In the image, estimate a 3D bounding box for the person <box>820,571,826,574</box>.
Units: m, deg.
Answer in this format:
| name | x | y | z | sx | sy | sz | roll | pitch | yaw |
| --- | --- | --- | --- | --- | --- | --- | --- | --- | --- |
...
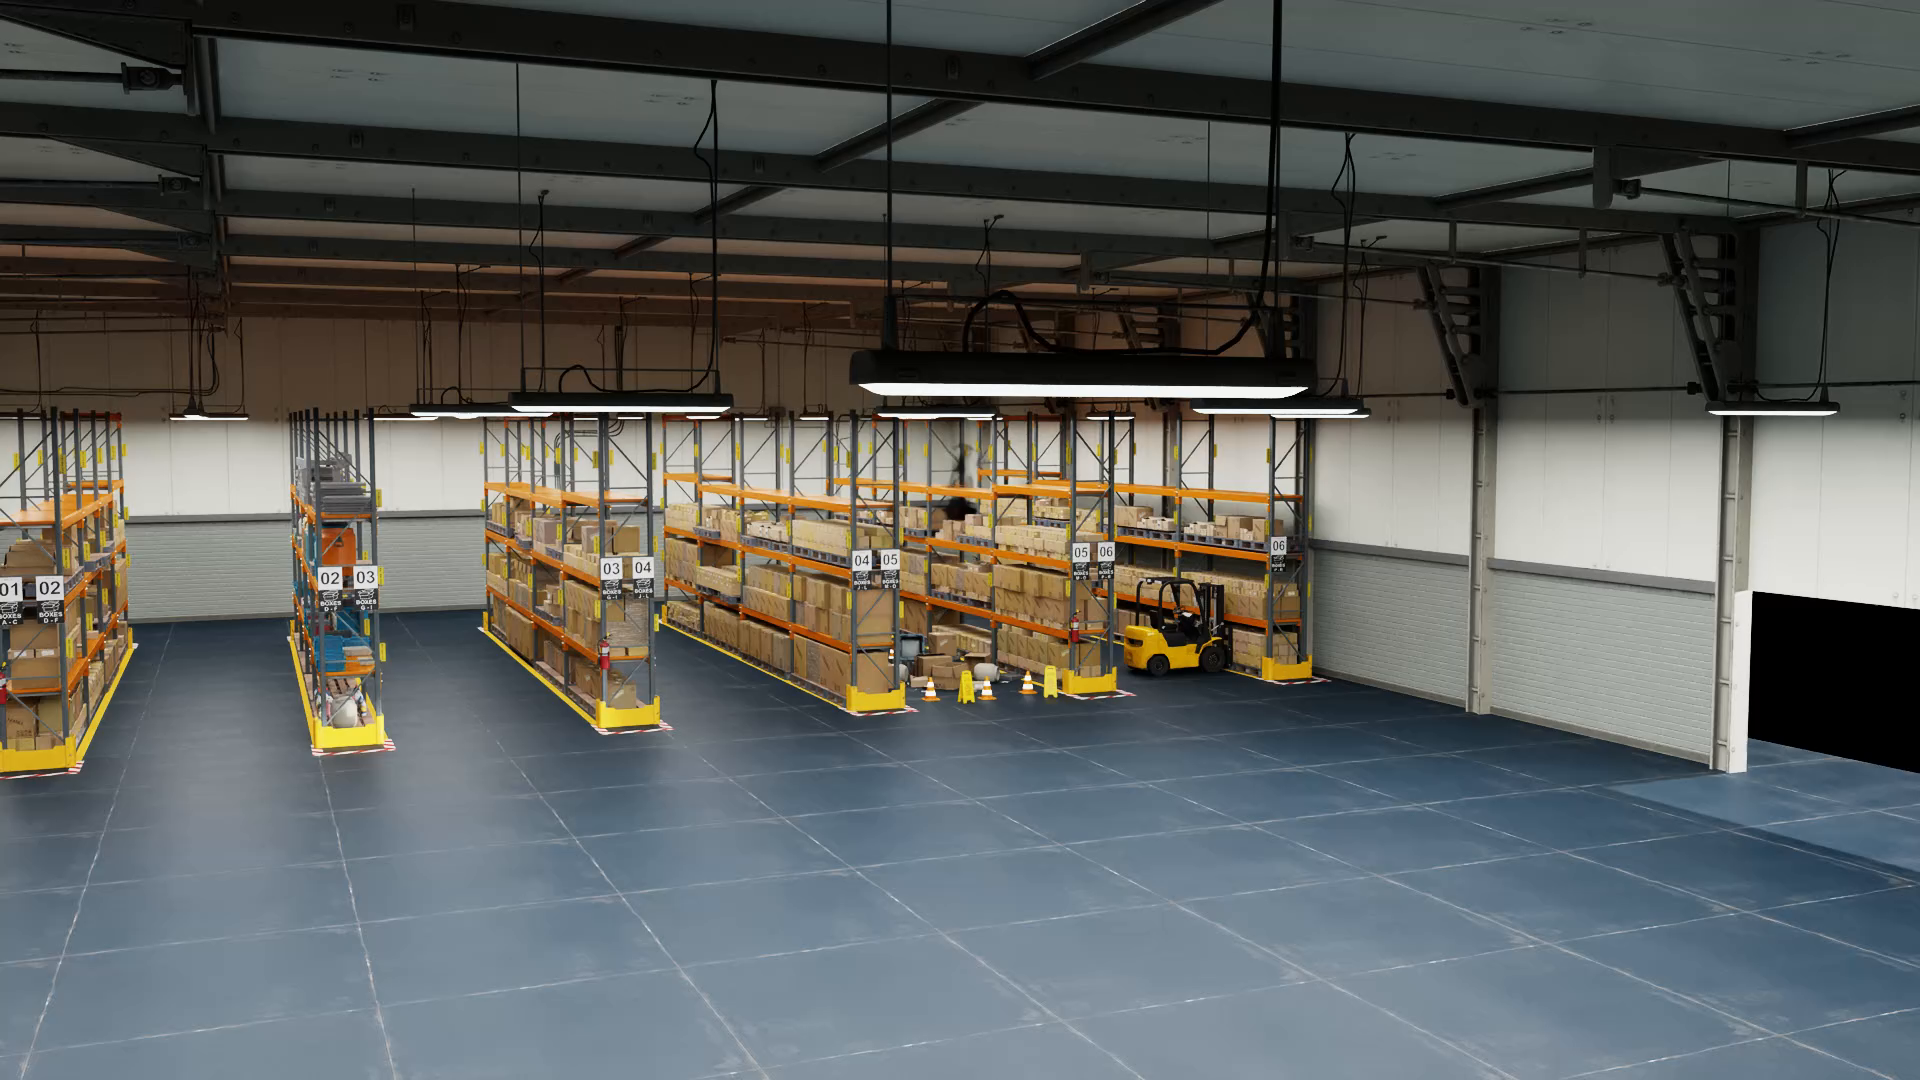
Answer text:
| name | x | y | z | sx | sy | sz | roll | pitch | yaw |
| --- | --- | --- | --- | --- | --- | --- | --- | --- | --- |
| person | -4.005 | 1.293 | 51.325 | 0.734 | 1.752 | 0.542 | -3 | 5 | -33 |
